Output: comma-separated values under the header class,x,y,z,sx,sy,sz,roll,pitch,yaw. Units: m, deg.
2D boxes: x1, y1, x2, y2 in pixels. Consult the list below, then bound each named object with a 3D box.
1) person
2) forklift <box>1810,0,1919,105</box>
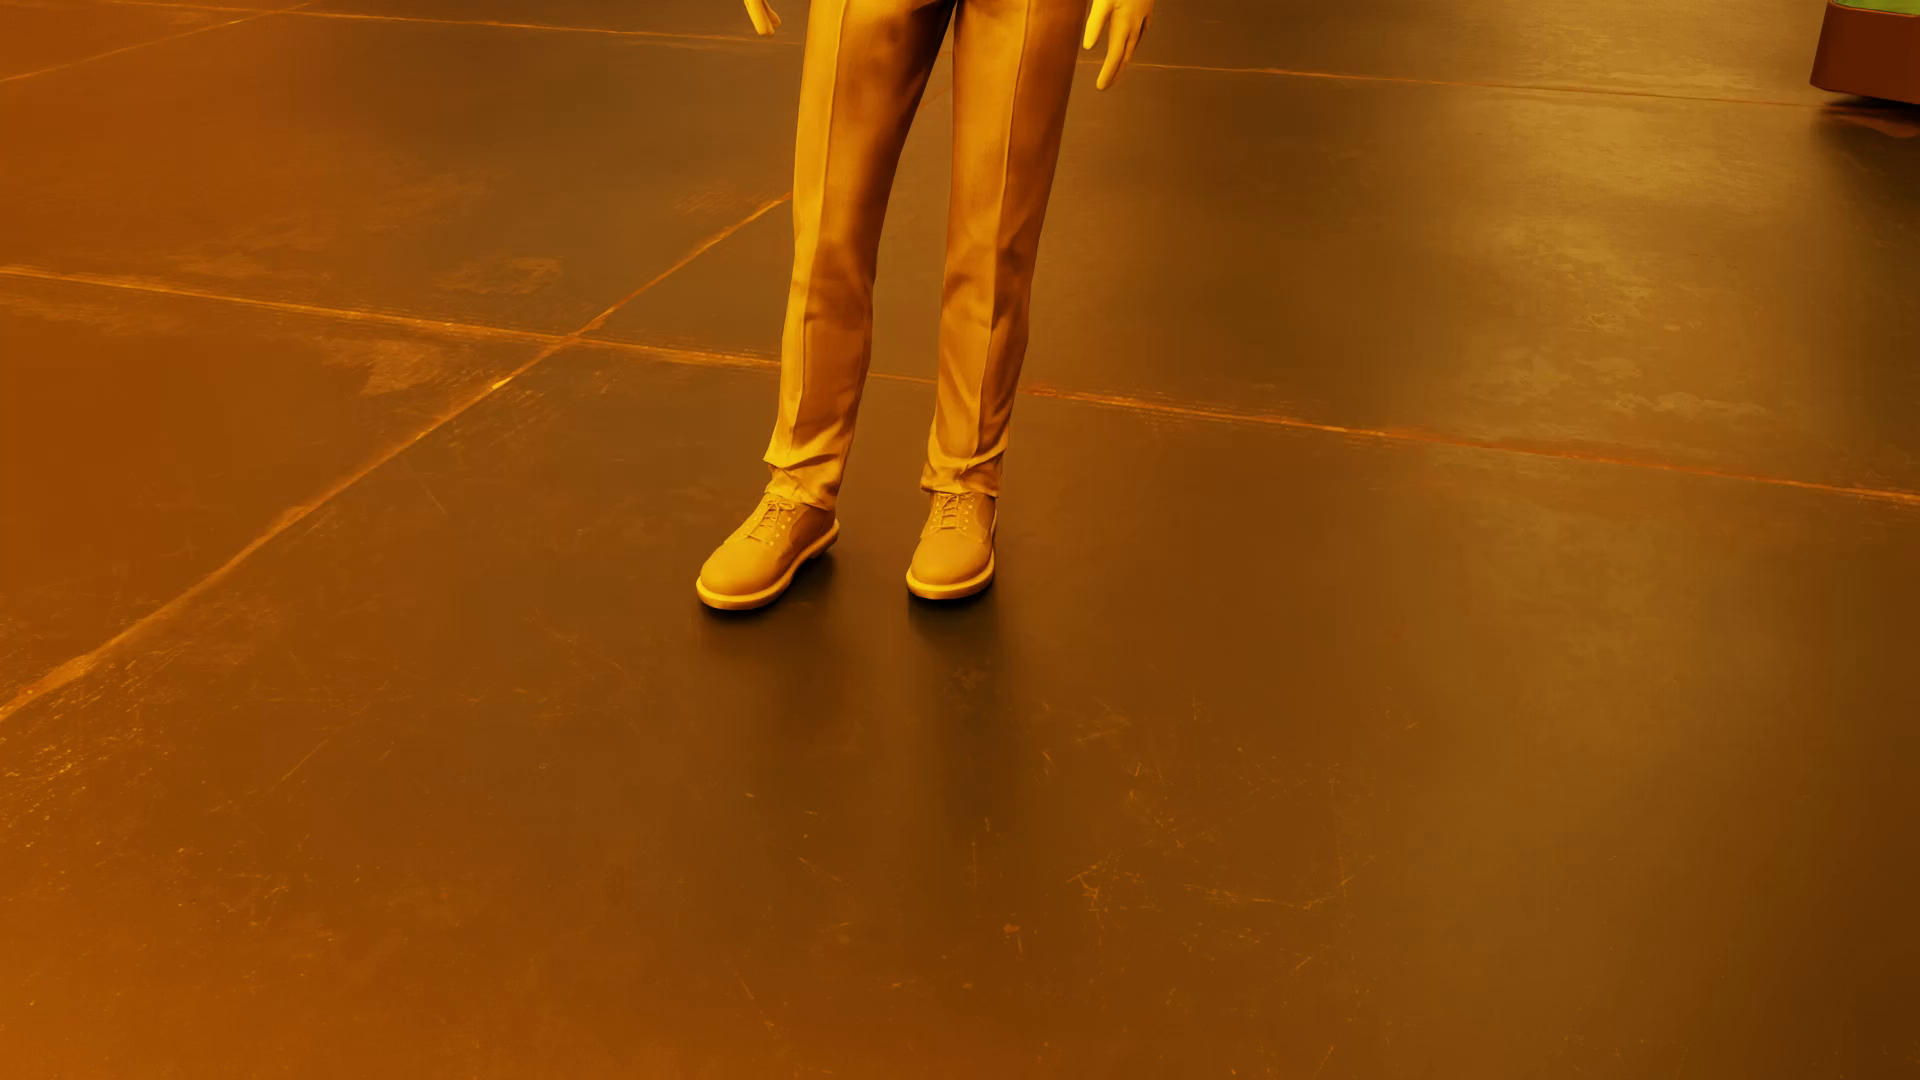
class,x,y,z,sx,sy,sz,roll,pitch,yaw
person,-0.028,-0.732,2.055,0.586,1.694,0.530,8,28,16
forklift,4.034,-2.884,4.927,3.031,2.935,1.130,-21,34,-35
